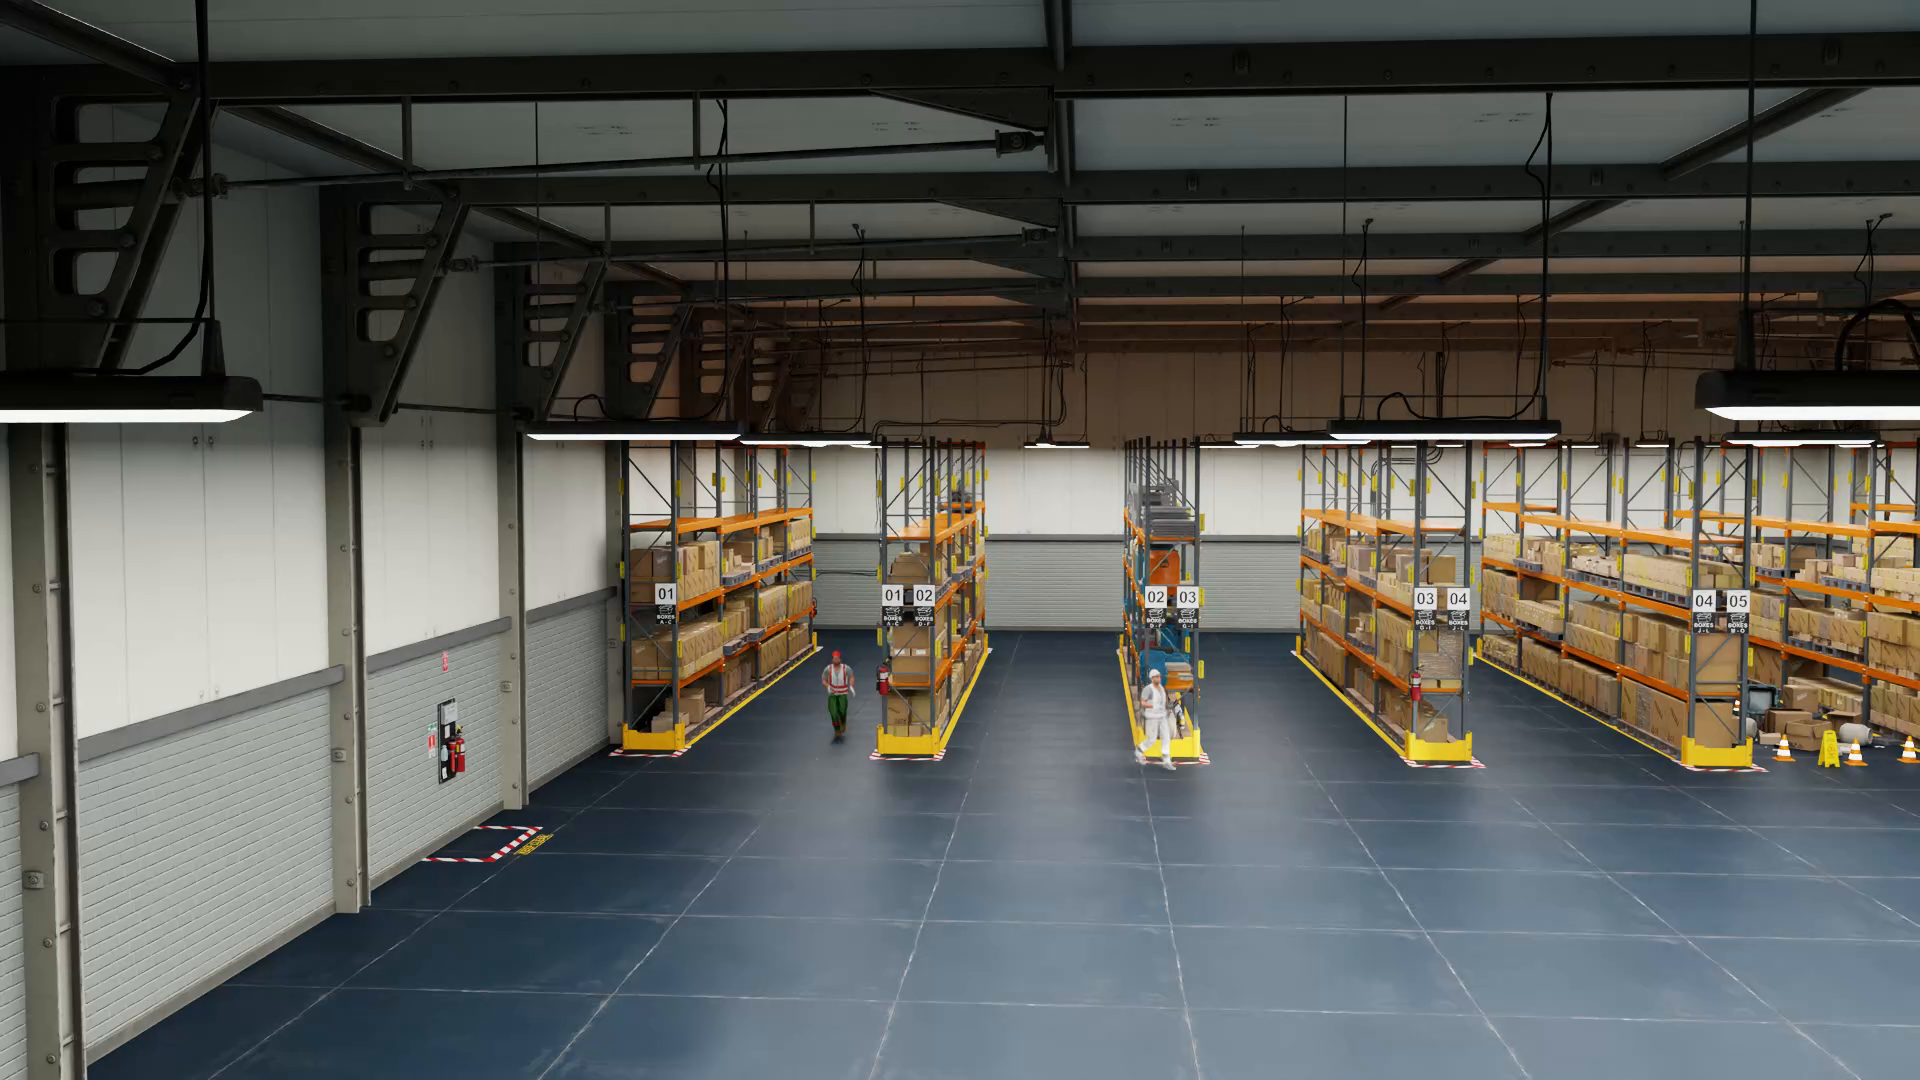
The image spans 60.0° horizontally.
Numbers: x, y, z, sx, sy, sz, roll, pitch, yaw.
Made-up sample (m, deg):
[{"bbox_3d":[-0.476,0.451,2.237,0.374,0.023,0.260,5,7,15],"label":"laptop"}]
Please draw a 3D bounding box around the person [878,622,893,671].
[{"bbox_3d":[-1.733,2.643,42.848,0.734,1.573,0.828,-1,3,-16],"label":"person"}]

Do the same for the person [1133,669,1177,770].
[{"bbox_3d":[3.506,3.216,29.846,0.656,1.790,0.831,-3,4,-41],"label":"person"}]

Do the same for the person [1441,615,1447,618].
[{"bbox_3d":[13.490,2.417,46.798,0.556,1.607,0.567,-2,4,-38],"label":"person"}]

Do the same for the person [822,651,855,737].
[{"bbox_3d":[-2.424,3.076,33.094,0.661,1.735,0.642,0,3,-1],"label":"person"}]
